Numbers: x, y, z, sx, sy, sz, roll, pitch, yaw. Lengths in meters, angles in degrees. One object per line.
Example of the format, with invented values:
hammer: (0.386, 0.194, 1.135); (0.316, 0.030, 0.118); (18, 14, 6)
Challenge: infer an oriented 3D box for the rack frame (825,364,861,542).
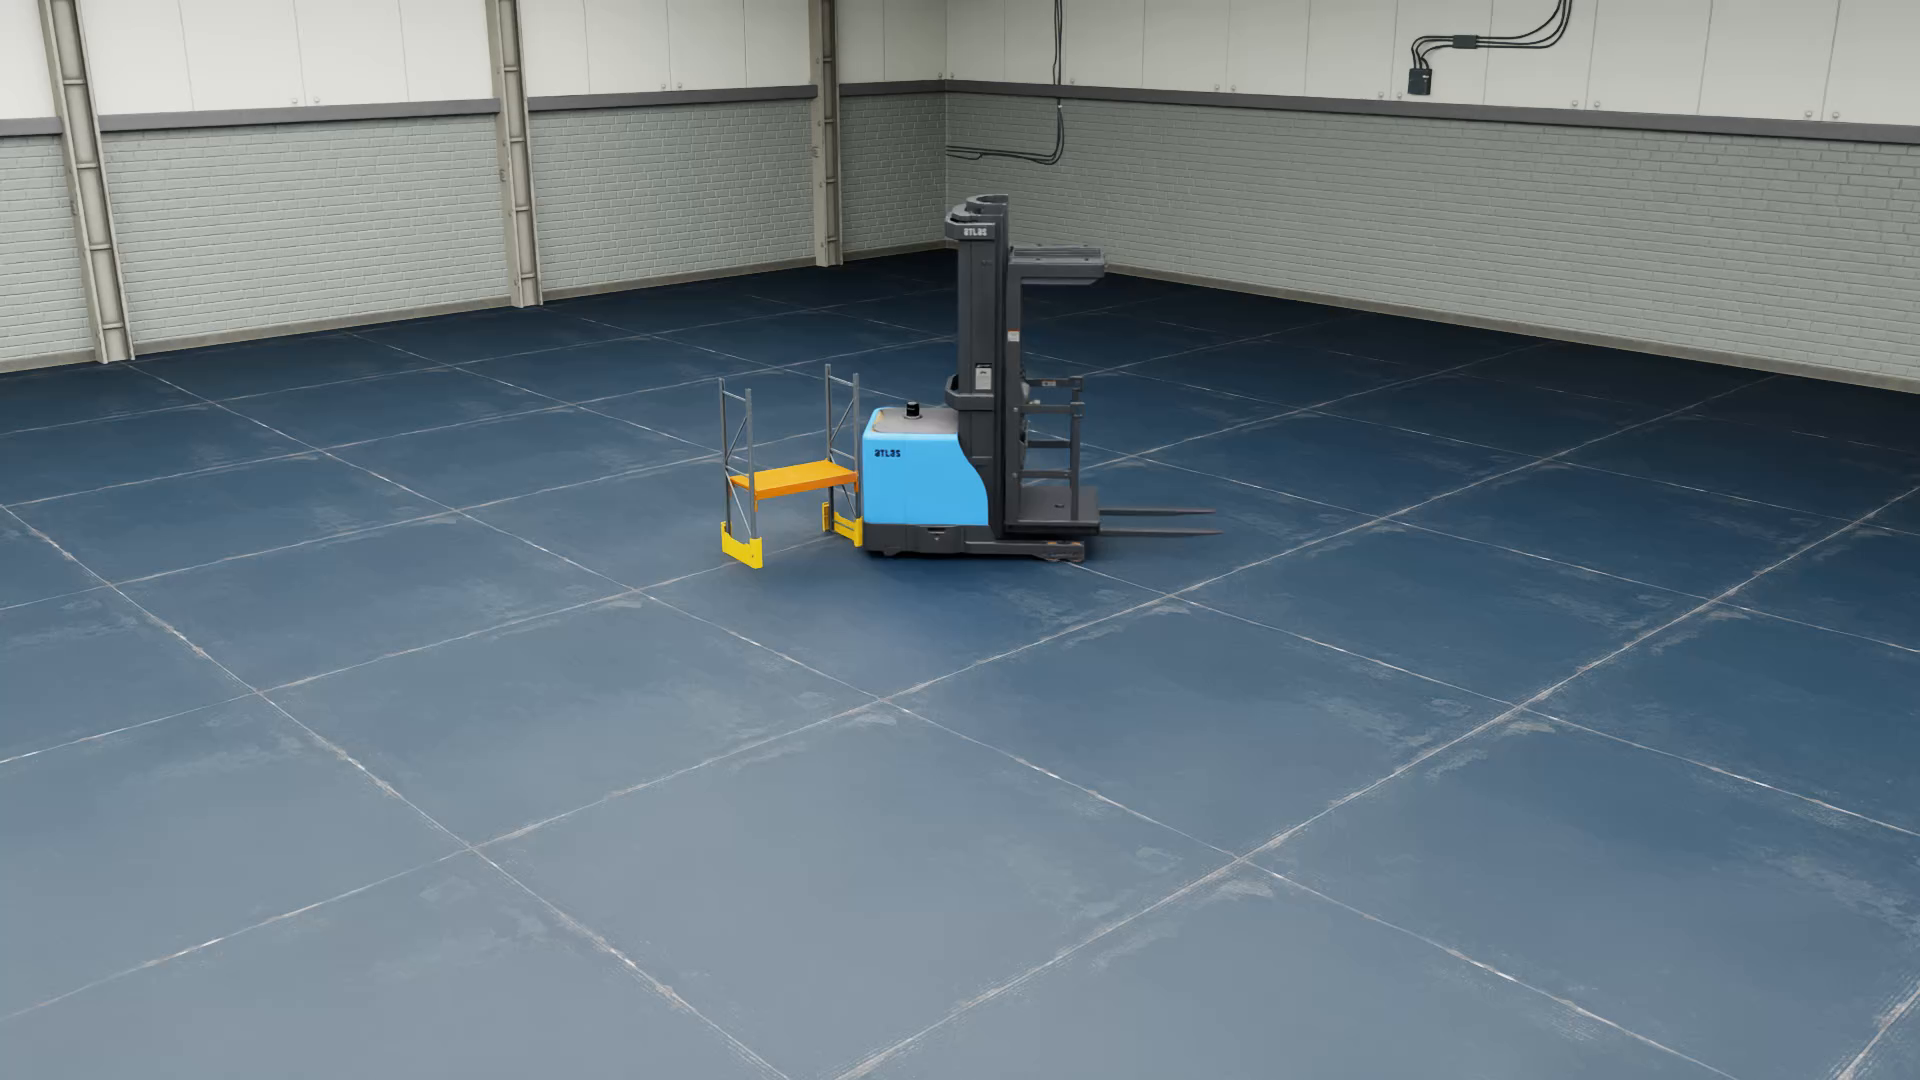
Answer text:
rack frame: (-1.004, -0.737, 14.325); (0.032, 1.500, 0.500); (-12, 22, -33)

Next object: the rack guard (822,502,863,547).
rack guard: (-1.020, -0.139, 14.507); (0.087, 0.250, 0.587); (-12, 22, -33)

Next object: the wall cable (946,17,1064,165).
wall cable: (0.719, -8.034, 29.707); (0.112, 2.526, 3.097); (-16, 24, -41)

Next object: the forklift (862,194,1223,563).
forklift: (0.715, -1.372, 13.965); (3.031, 2.935, 1.130); (1, 18, 3)

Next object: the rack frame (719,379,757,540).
rack frame: (-1.834, -0.556, 13.767); (0.032, 1.500, 0.500); (-12, 22, -33)

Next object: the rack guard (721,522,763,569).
rack guard: (-1.833, 0.039, 13.960); (0.087, 0.250, 0.587); (-12, 22, -33)

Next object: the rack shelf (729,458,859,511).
rack shelf: (-1.419, -0.475, 14.101); (1.000, 0.185, 0.538); (-12, 22, -33)

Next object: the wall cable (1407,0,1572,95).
wall cable: (7.230, -8.998, 22.131); (0.169, 6.003, 2.305); (-16, 24, -41)

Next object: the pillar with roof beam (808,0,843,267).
pillar with roof beam: (0.627, -8.218, 25.241); (0.400, 9.000, 9.100); (-16, 24, -41)

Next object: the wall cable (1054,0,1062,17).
wall cable: (2.577, -9.830, 27.058); (0.112, 2.526, 3.097); (-16, 24, -41)

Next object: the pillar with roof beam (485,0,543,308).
pillar with roof beam: (-3.732, -6.947, 21.319); (0.400, 9.000, 9.100); (-16, 24, -41)

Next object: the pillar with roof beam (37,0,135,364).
pillar with roof beam: (-8.092, -5.675, 17.398); (0.400, 9.000, 9.100); (-16, 24, -41)

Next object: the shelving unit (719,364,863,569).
shelving unit: (-1.427, -0.645, 14.041); (1.083, 1.500, 0.587); (-12, 22, -33)
